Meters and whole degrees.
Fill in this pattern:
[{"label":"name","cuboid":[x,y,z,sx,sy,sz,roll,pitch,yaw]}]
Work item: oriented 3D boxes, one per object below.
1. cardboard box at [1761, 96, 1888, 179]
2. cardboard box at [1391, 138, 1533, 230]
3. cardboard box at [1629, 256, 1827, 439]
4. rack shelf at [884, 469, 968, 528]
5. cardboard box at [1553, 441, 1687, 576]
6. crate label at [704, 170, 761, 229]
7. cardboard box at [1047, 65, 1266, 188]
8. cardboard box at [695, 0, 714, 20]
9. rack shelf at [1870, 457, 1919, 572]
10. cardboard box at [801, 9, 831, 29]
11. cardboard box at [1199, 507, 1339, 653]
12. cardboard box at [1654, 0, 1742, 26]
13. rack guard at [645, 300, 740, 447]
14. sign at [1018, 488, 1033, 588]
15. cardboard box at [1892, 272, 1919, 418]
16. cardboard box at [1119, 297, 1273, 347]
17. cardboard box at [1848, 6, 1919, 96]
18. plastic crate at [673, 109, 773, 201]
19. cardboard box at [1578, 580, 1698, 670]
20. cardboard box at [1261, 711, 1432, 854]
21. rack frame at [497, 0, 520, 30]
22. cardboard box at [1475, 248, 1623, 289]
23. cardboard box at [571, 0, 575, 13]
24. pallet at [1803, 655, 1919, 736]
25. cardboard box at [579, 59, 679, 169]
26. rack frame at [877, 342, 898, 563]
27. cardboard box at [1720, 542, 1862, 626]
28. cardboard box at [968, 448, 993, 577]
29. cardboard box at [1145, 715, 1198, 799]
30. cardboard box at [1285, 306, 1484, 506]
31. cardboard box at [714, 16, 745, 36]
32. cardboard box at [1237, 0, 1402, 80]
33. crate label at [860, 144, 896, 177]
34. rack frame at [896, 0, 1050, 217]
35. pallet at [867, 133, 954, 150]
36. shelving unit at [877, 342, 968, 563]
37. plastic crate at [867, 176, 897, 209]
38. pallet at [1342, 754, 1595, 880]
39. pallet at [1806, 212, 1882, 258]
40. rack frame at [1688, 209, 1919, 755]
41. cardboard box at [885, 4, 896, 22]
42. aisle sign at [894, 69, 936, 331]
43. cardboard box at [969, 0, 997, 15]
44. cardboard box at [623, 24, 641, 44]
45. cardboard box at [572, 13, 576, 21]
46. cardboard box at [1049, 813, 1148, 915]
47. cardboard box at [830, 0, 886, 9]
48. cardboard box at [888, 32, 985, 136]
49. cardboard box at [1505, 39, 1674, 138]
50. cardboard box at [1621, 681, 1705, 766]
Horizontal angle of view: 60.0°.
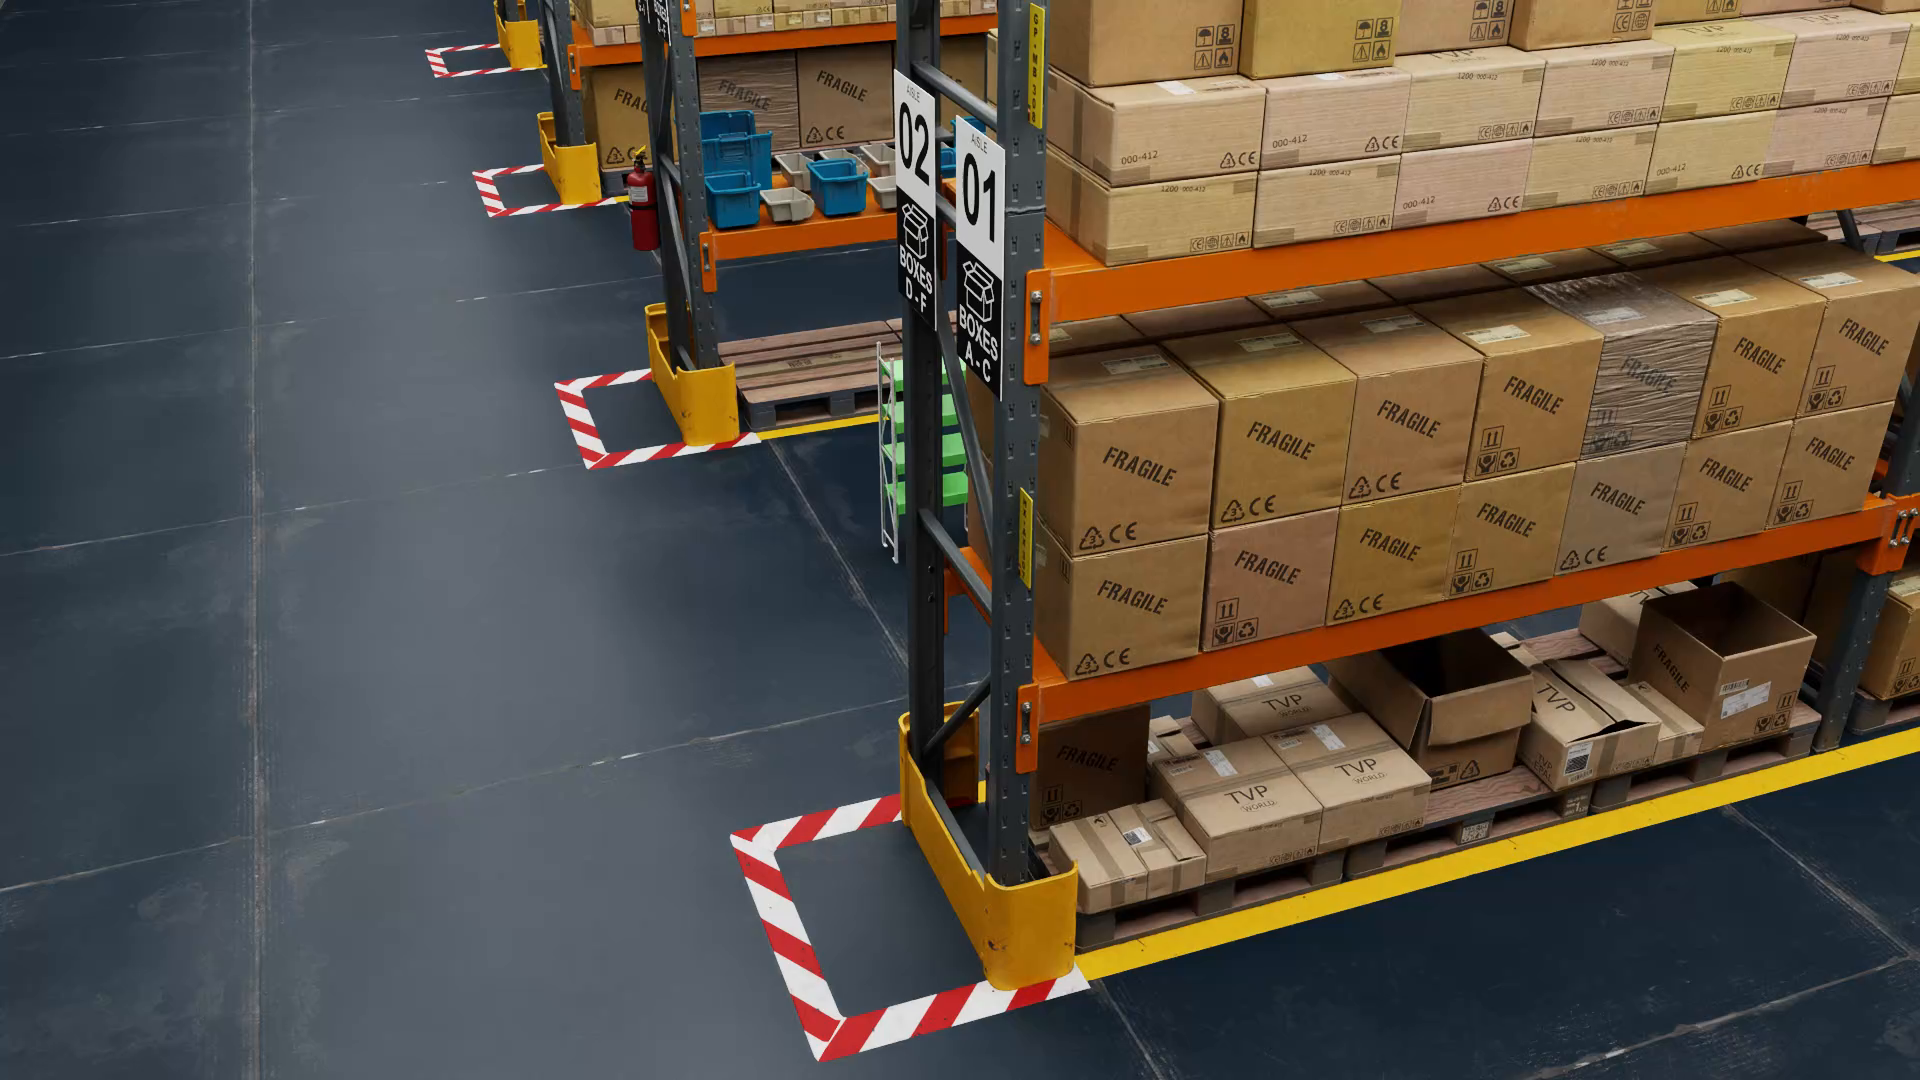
[{"label":"cardboard box","cuboid":[2.934,-1.521,6.011,0.500,0.250,0.500,-10,31,-18]},{"label":"cardboard box","cuboid":[1.531,-1.258,5.549,0.500,0.250,0.500,-10,31,-18]},{"label":"cardboard box","cuboid":[2.906,-0.753,6.430,0.500,0.500,0.500,-11,31,-19]},{"label":"rack shelf","cuboid":[-0.155,-0.229,9.053,0.480,0.148,0.258,-10,31,-18]},{"label":"cardboard box","cuboid":[2.427,-0.231,6.524,0.500,0.500,0.500,-10,31,-17]},{"label":"crate label","cuboid":[-1.357,-2.023,9.880,0.303,0.233,0.416,-10,31,-18]},{"label":"cardboard box","cuboid":[0.592,-1.305,5.126,0.500,0.250,0.500,-10,31,-18]},{"label":"cardboard box","cuboid":[-2.402,-4.593,14.132,0.500,0.250,0.500,-11,31,-18]},{"label":"rack shelf","cuboid":[5.643,-0.605,8.008,4.000,0.370,1.077,-10,31,-18]},{"label":"cardboard box","cuboid":[-1.297,-4.589,14.529,0.250,0.149,0.380,-10,31,-17]},{"label":"cardboard box","cuboid":[1.010,0.029,6.067,0.500,0.500,0.500,-11,31,-18]},{"label":"cardboard box","cuboid":[2.342,-2.142,5.838,0.500,0.500,0.700,-10,31,-18]},{"label":"rack guard","cuboid":[-1.722,-1.084,10.648,0.348,0.500,1.175,-10,31,-18]},{"label":"sign","cuboid":[0.209,-0.006,5.356,0.005,0.325,0.100,-10,31,-18]},{"label":"cardboard box","cuboid":[4.291,-0.776,7.056,0.500,0.500,0.700,-22,37,-34]},{"label":"cardboard box","cuboid":[0.815,-0.651,6.252,0.500,0.500,0.500,-10,31,-16]},{"label":"cardboard box","cuboid":[3.408,-1.817,6.026,0.500,0.250,0.500,-10,31,-18]},{"label":"plastic crate","cuboid":[-1.455,-2.366,10.277,0.499,0.435,0.616,-10,31,-18]},{"label":"cardboard box","cuboid":[3.300,0.377,7.829,0.500,0.311,0.500,-10,31,-18]},{"label":"cardboard box","cuboid":[1.566,0.987,6.820,0.500,0.250,0.500,-10,31,-18]},{"label":"rack frame","cuboid":[-5.066,-6.797,18.150,0.127,3.000,1.000,-10,31,-18]},{"label":"cardboard box","cuboid":[2.264,-0.921,6.726,0.500,0.500,0.500,-11,32,-19]},{"label":"cardboard box","cuboid":[-4.240,-6.035,18.668,0.250,0.149,0.380,-10,31,-17]},{"label":"pallet","cuboid":[4.518,0.482,8.191,1.213,0.211,1.003,-10,31,-18]},{"label":"cardboard box","cuboid":[-2.859,-3.885,14.761,0.875,0.875,0.875,-10,31,-18]},{"label":"rack frame","cuboid":[-0.384,-0.451,8.829,0.015,1.200,0.240,-10,31,-18]},{"label":"cardboard box","cuboid":[4.132,0.105,8.116,0.500,0.500,0.500,-11,31,-18]},{"label":"cardboard box","cuboid":[0.345,-0.128,6.344,0.500,0.500,0.500,-9,31,-16]},{"label":"cardboard box","cuboid":[0.855,0.922,7.019,0.250,0.166,0.380,-10,31,-18]},{"label":"cardboard box","cuboid":[1.486,-0.491,5.971,0.500,0.500,0.500,-10,31,-17]},{"label":"cardboard box","cuboid":[-2.021,-4.455,14.294,0.250,0.149,0.380,-11,31,-19]},{"label":"cardboard box","cuboid":[0.994,-1.806,5.248,0.500,0.500,0.700,-10,31,-18]},{"label":"crate label","cuboid":[-0.473,-2.419,10.672,0.243,0.136,0.396,-10,31,-18]},{"label":"rack frame","cuboid":[0.020,-2.488,4.527,0.127,3.000,1.000,-10,31,-18]},{"label":"pallet","cuboid":[-0.422,-3.862,15.816,1.213,0.211,1.003,-10,31,-18]},{"label":"shelving unit","cuboid":[-0.155,-0.493,8.903,0.503,1.200,0.258,-10,31,-18]},{"label":"plastic crate","cuboid":[-0.392,-2.116,10.139,0.298,0.136,0.250,-10,31,-18]},{"label":"pallet","cuboid":[1.980,0.970,7.334,1.213,0.211,1.003,-10,31,-18]},{"label":"pallet","cuboid":[6.534,-2.465,13.364,1.213,0.211,1.003,-10,31,-18]},{"label":"rack frame","cuboid":[3.769,-0.572,7.224,0.127,3.000,1.000,-10,31,-18]},{"label":"cardboard box","cuboid":[-0.576,-4.722,14.761,0.250,0.149,0.380,-10,31,-17]},{"label":"aisle sign","cuboid":[-0.151,-1.141,5.597,0.004,0.787,0.394,-10,31,-18]},{"label":"cardboard box","cuboid":[0.147,-4.855,14.995,0.250,0.149,0.380,-10,31,-17]},{"label":"cardboard box","cuboid":[-2.743,-4.322,14.060,0.250,0.149,0.380,-11,31,-18]},{"label":"cardboard box","cuboid":[-4.209,-5.862,18.665,0.250,0.149,0.380,-11,31,-18]},{"label":"cardboard box","cuboid":[0.532,1.253,6.456,0.250,0.149,0.380,-10,31,-18]},{"label":"cardboard box","cuboid":[-0.967,-4.856,14.594,0.500,0.250,0.500,-10,31,-17]},{"label":"cardboard box","cuboid":[-0.328,-4.351,15.579,0.875,0.875,0.875,-10,31,-18]},{"label":"cardboard box","cuboid":[2.000,-1.561,5.577,0.500,0.250,0.500,-10,31,-18]},{"label":"cardboard box","cuboid":[3.003,0.798,7.254,0.250,0.149,0.380,-10,31,-18]}]
